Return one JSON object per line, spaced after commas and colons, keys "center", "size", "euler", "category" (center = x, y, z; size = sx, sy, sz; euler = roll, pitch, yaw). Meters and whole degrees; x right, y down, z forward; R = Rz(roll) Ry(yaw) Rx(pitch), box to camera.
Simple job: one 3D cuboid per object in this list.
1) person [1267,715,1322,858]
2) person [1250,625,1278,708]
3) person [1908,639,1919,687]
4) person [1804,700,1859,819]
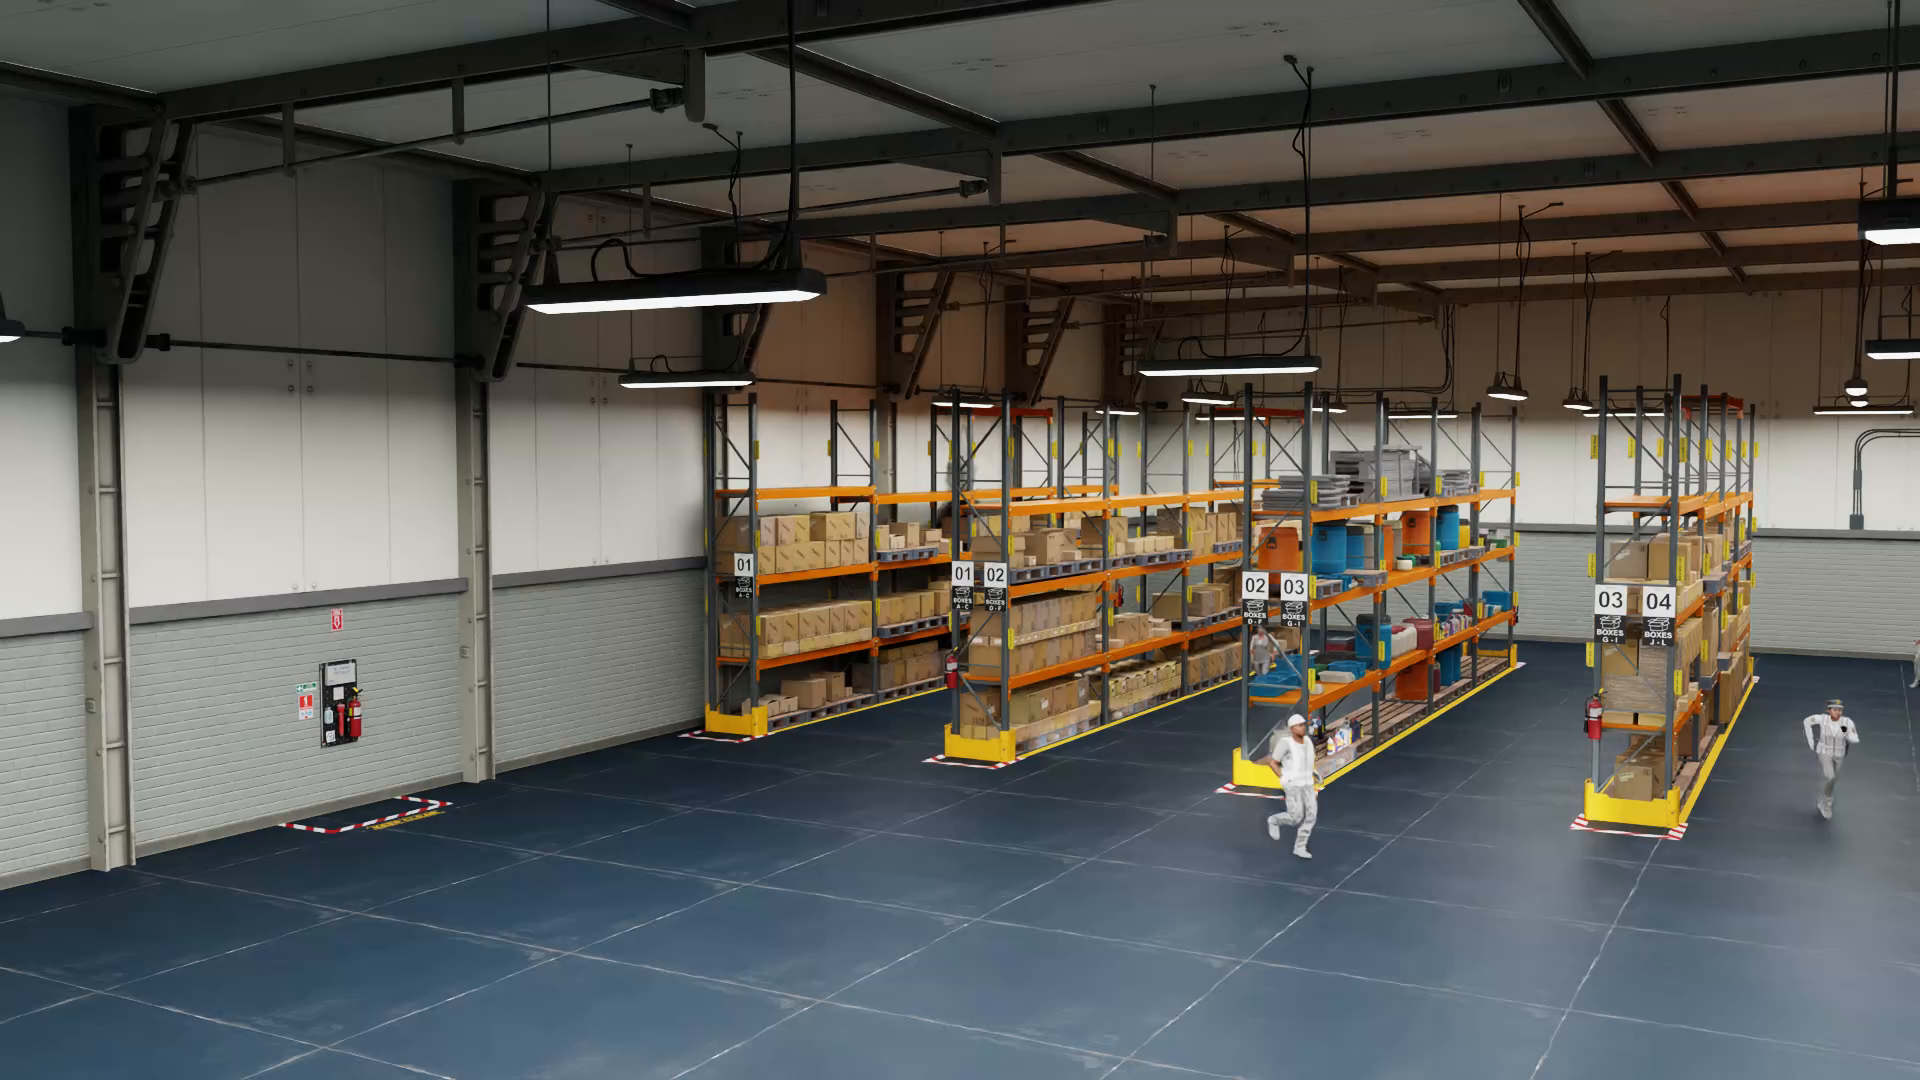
{"center": [4.155, 3.029, 20.608], "size": [0.697, 1.744, 0.703], "euler": [-2, 4, -31], "category": "person"}
{"center": [5.926, 2.437, 32.673], "size": [0.548, 1.628, 0.804], "euler": [2, 3, 27], "category": "person"}
{"center": [20.463, 2.267, 34.974], "size": [0.812, 1.753, 0.743], "euler": [0, 3, -4], "category": "person"}
{"center": [11.851, 2.950, 22.648], "size": [0.601, 1.646, 0.882], "euler": [1, 3, 10], "category": "person"}
